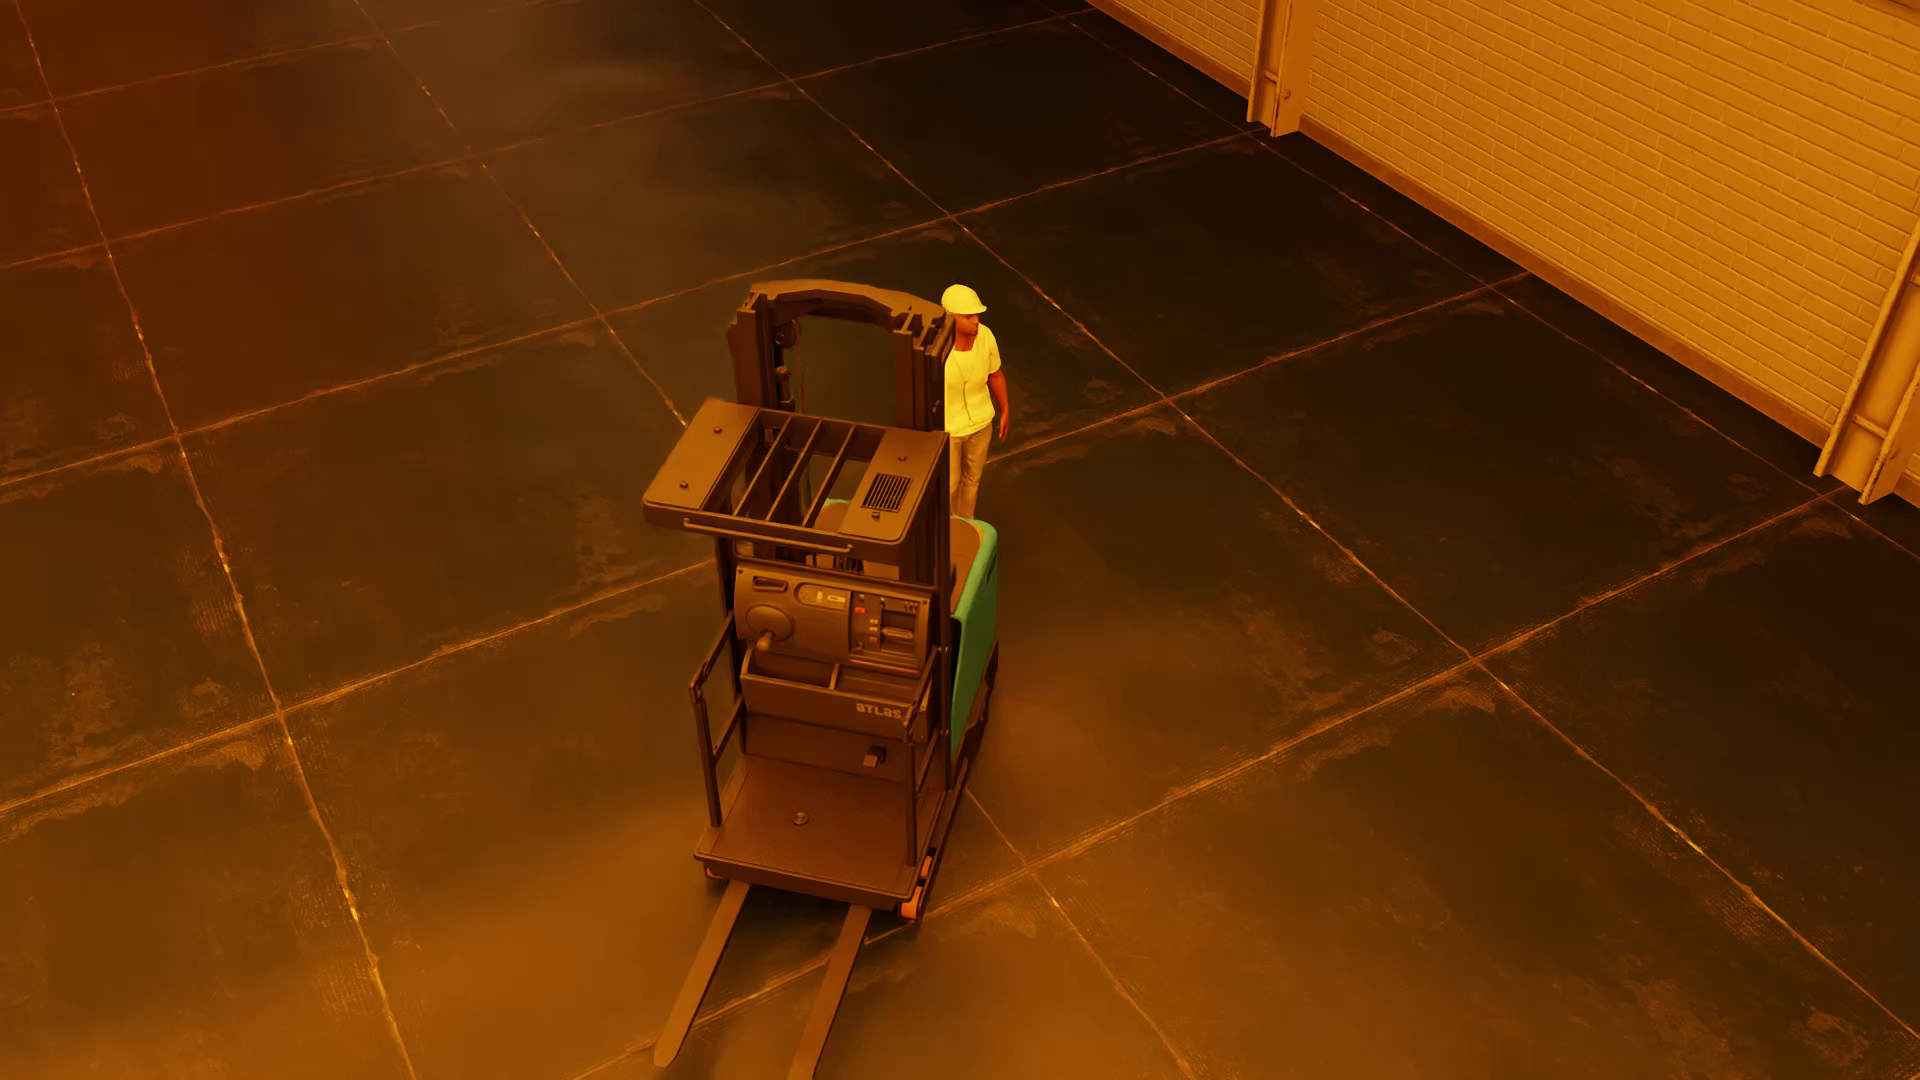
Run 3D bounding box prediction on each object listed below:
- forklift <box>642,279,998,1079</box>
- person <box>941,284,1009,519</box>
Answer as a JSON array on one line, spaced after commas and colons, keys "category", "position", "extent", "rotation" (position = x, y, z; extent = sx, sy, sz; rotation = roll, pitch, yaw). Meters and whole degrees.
[{"category": "forklift", "position": [-0.643, 0.442, 7.503], "extent": [1.130, 2.935, 3.031], "rotation": [9, 41, 11]}, {"category": "person", "position": [0.030, -0.645, 9.715], "extent": [0.666, 1.765, 0.577], "rotation": [-20, 44, -23]}]
